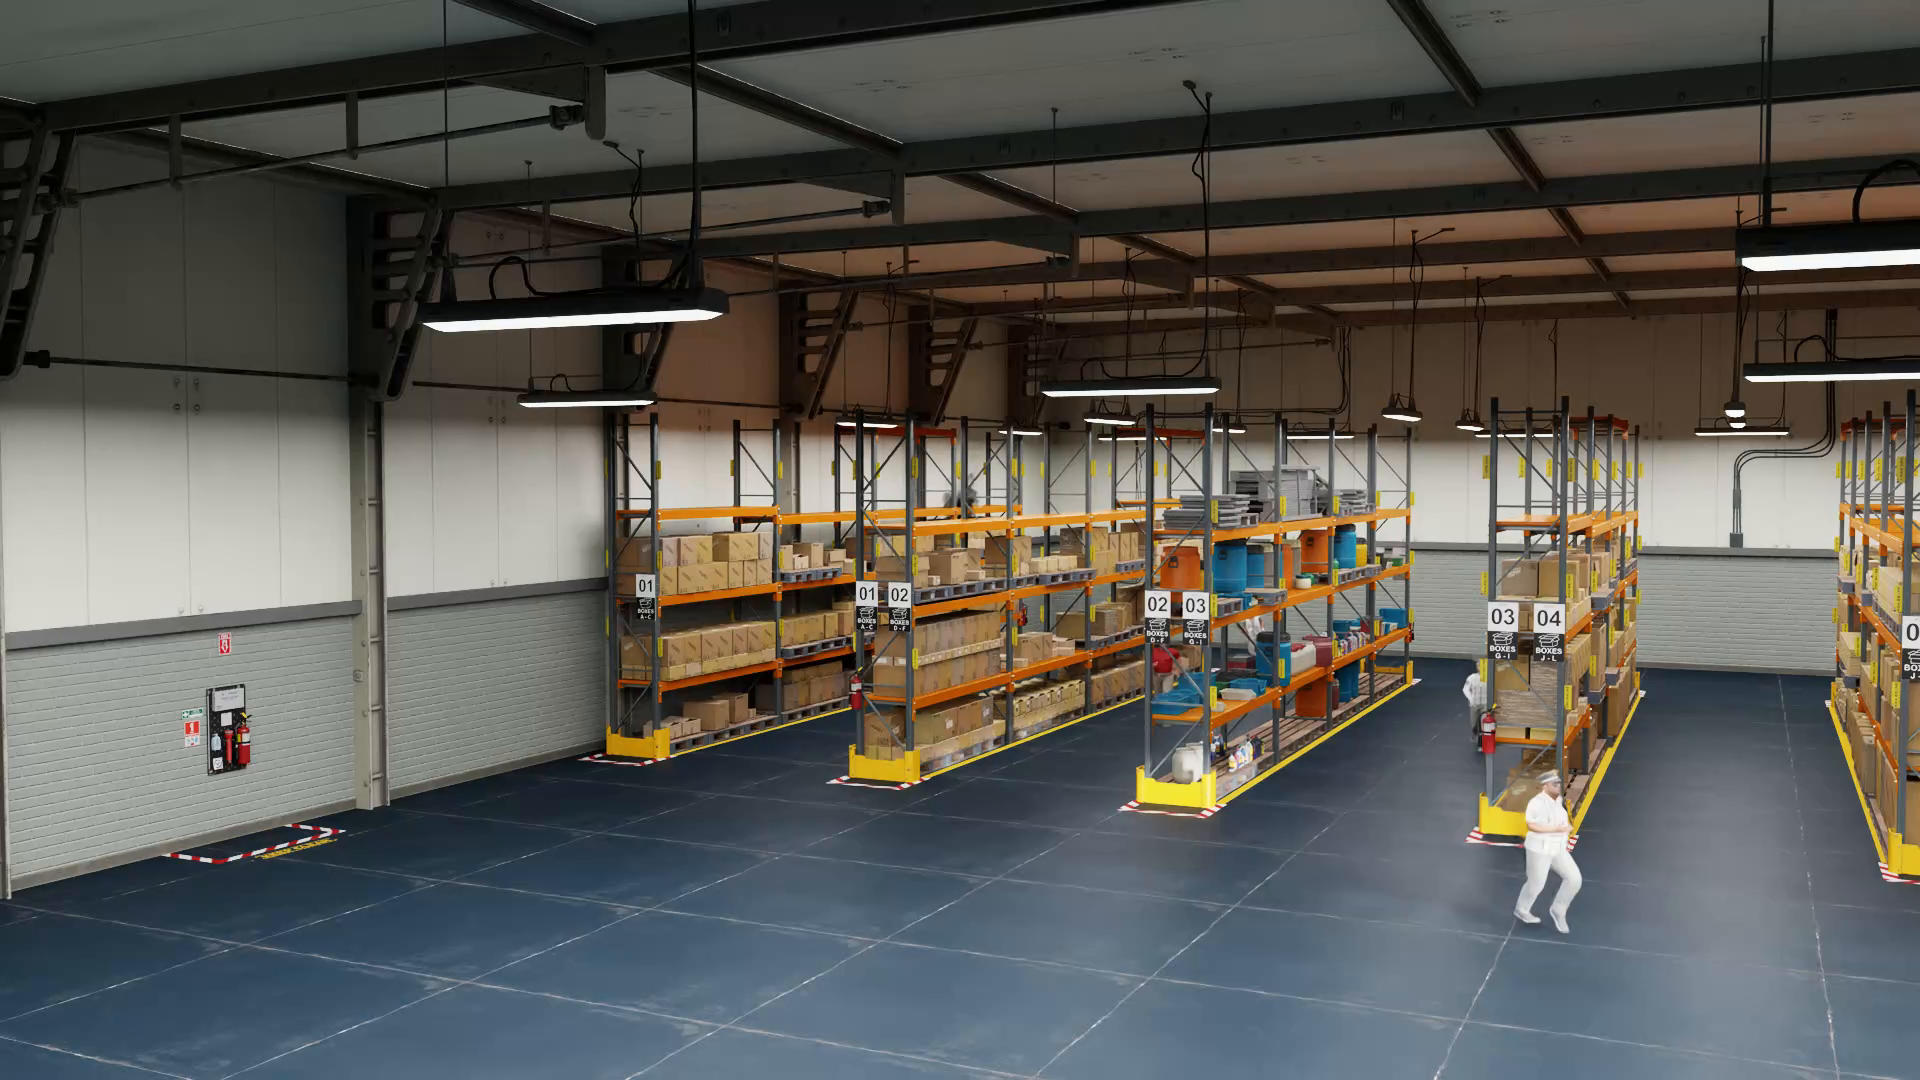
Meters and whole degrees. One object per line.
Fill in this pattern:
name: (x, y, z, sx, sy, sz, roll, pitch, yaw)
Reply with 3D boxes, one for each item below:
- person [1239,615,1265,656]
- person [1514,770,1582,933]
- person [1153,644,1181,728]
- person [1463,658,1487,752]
person: (7.096, 2.448, 40.311, 0.711, 1.820, 0.703, 0, 2, 2)
person: (6.345, 3.373, 18.037, 0.641, 1.815, 0.790, -1, 3, -30)
person: (3.975, 2.773, 32.645, 0.652, 1.811, 0.832, 1, 3, 20)
person: (9.288, 2.928, 29.645, 0.615, 1.647, 0.575, 1, 3, 17)
